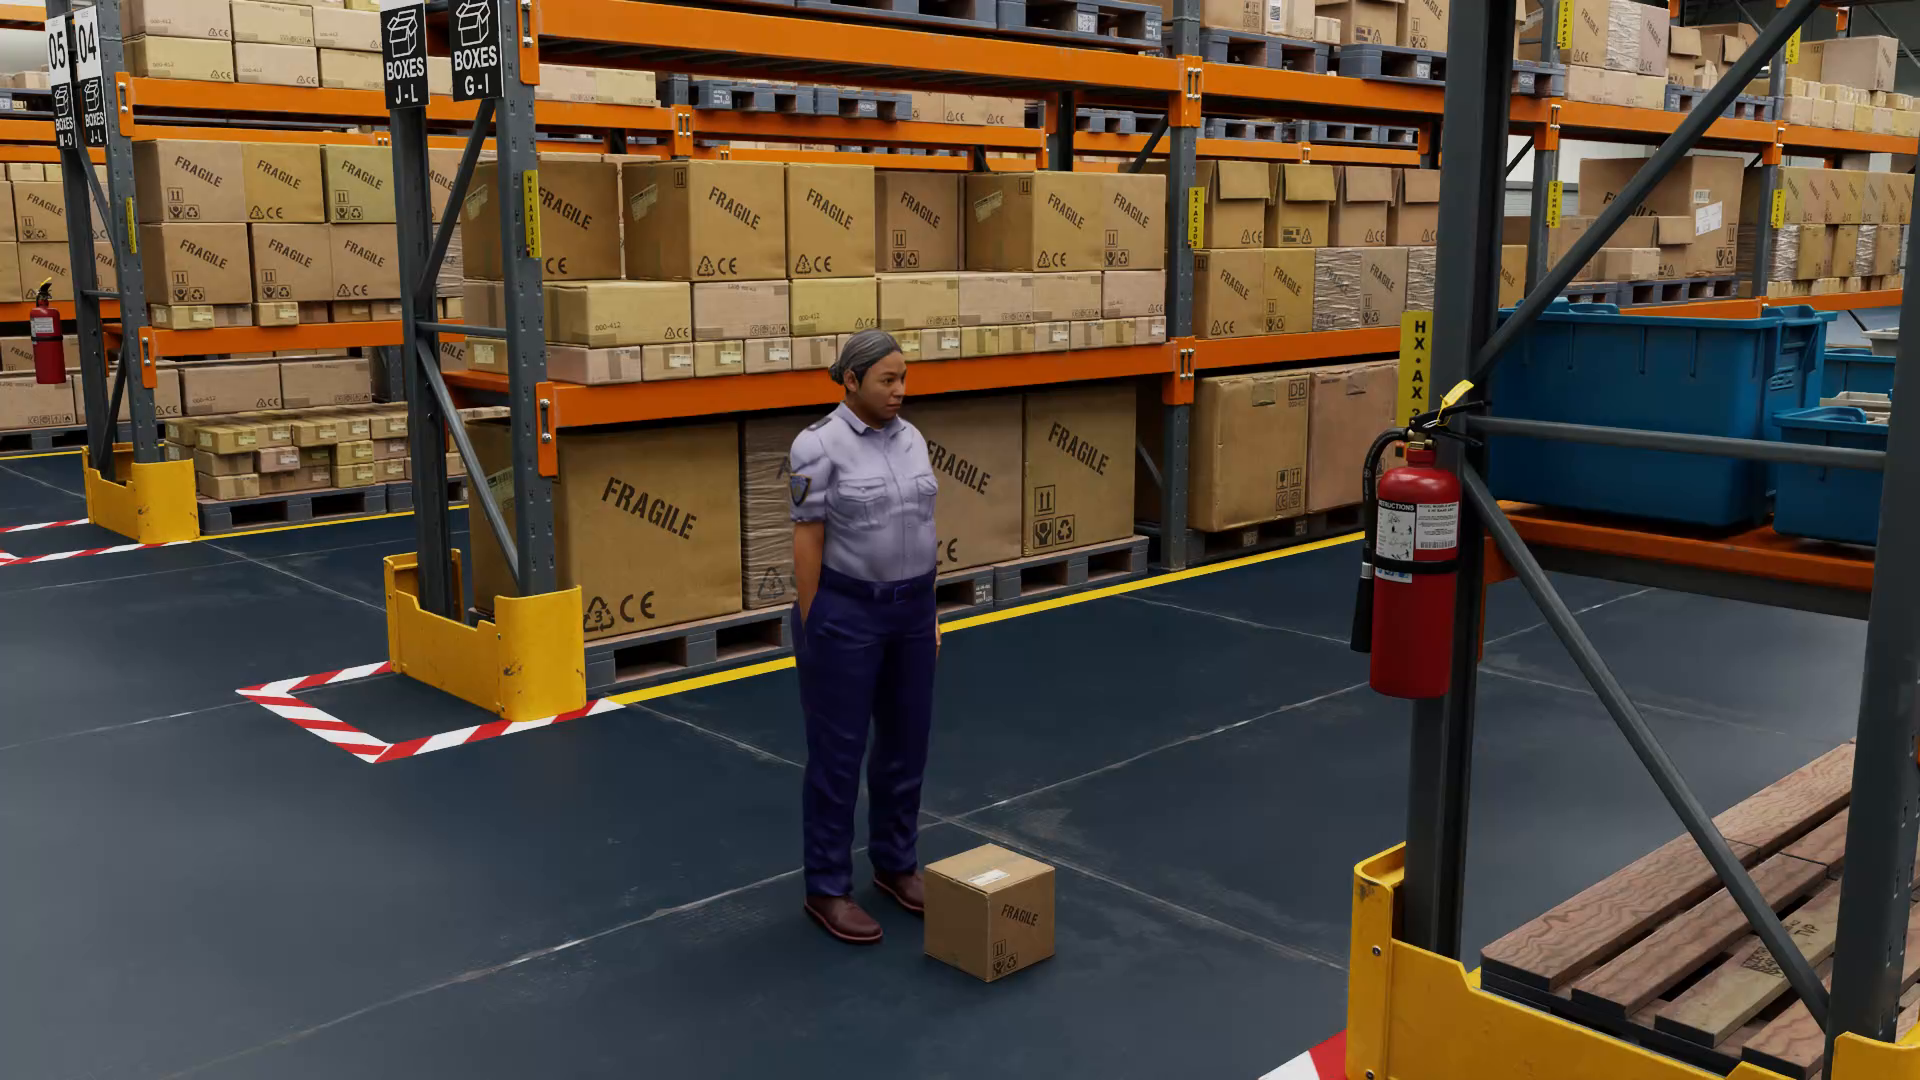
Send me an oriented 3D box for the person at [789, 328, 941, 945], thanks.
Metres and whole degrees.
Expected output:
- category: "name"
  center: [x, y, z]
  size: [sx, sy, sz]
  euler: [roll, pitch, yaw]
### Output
- category: "person"
  center: [-0.230, 0.244, 4.650]
  size: [0.479, 1.661, 0.382]
  euler: [-10, 14, -42]
